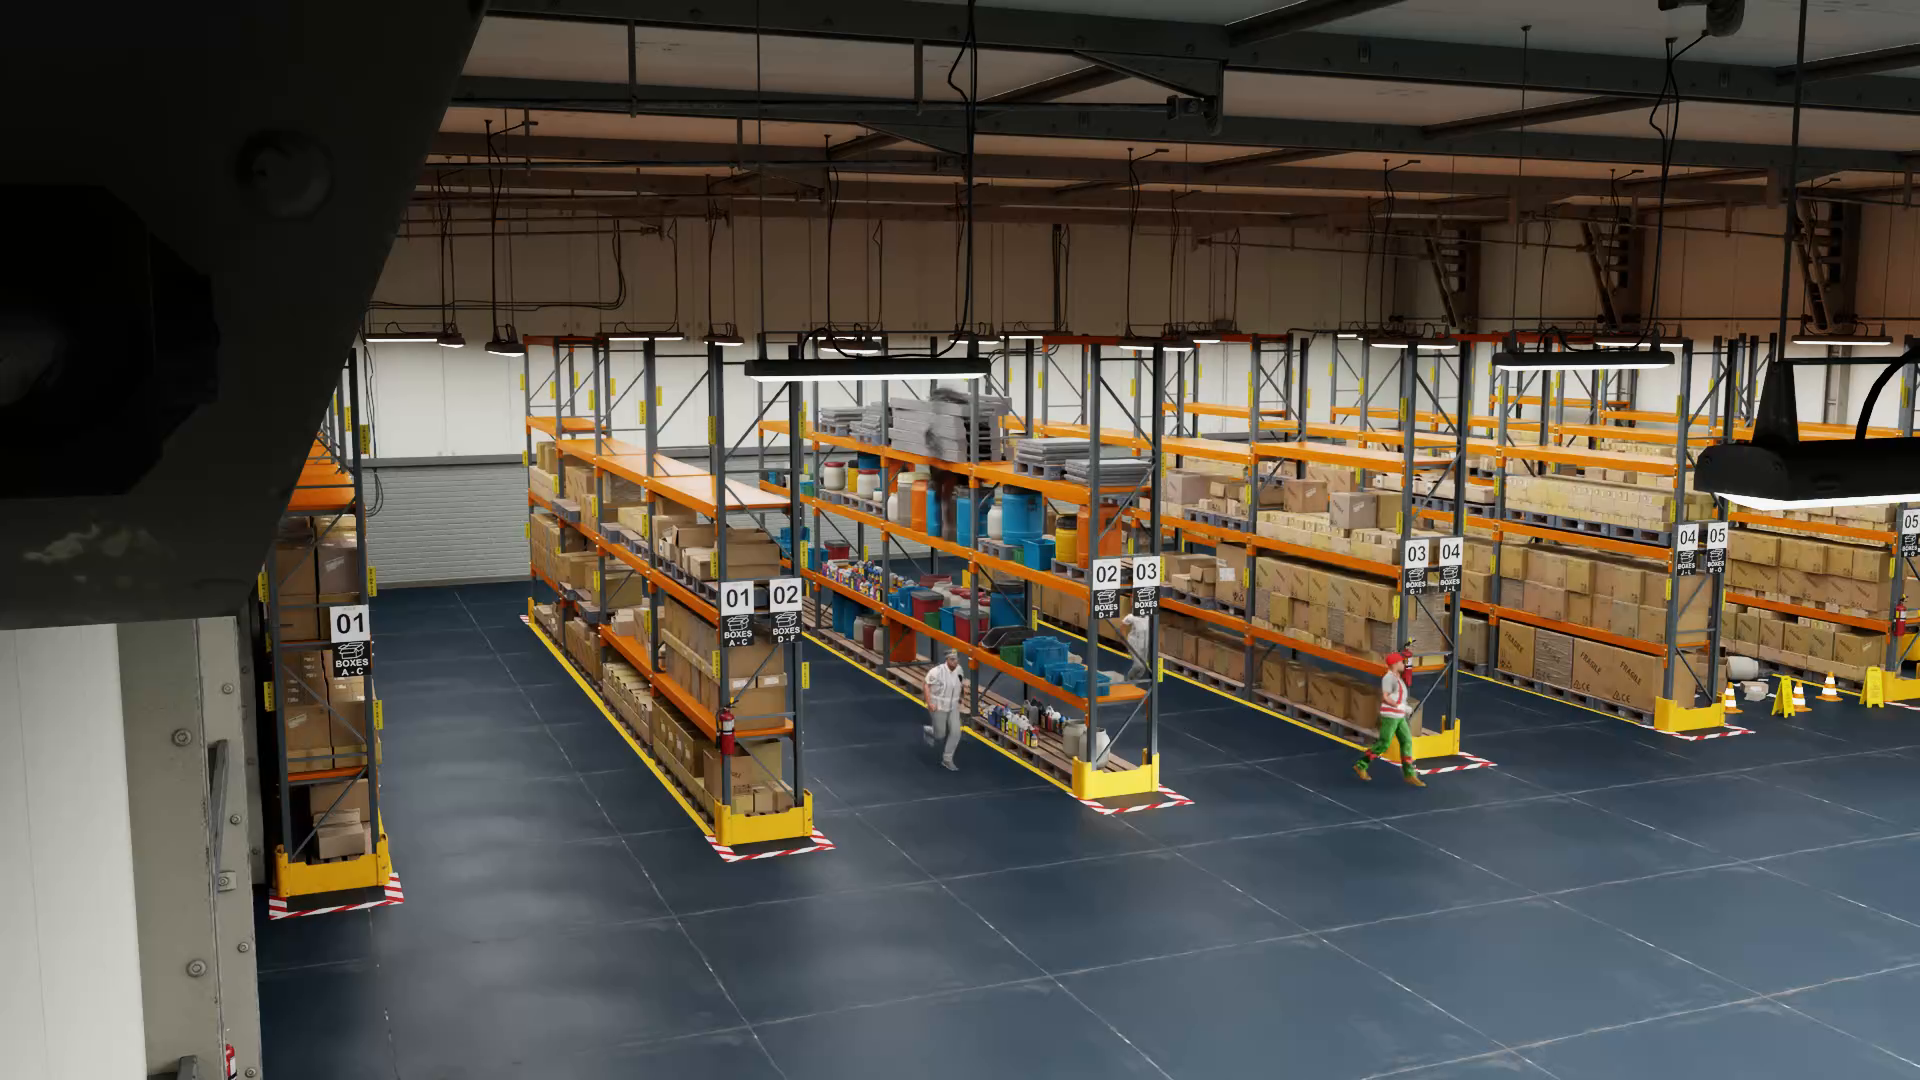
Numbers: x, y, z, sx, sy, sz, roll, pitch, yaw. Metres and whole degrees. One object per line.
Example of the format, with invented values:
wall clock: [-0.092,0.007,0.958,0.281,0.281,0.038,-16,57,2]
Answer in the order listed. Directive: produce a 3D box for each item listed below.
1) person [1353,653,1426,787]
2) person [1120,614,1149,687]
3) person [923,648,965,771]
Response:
person: [5.944,2.426,22.723,0.966,1.772,0.726,4,9,29]
person: [3.052,1.791,28.117,0.565,1.588,0.705,-3,8,-25]
person: [-0.241,2.367,23.649,0.681,1.760,0.802,-5,9,-31]
